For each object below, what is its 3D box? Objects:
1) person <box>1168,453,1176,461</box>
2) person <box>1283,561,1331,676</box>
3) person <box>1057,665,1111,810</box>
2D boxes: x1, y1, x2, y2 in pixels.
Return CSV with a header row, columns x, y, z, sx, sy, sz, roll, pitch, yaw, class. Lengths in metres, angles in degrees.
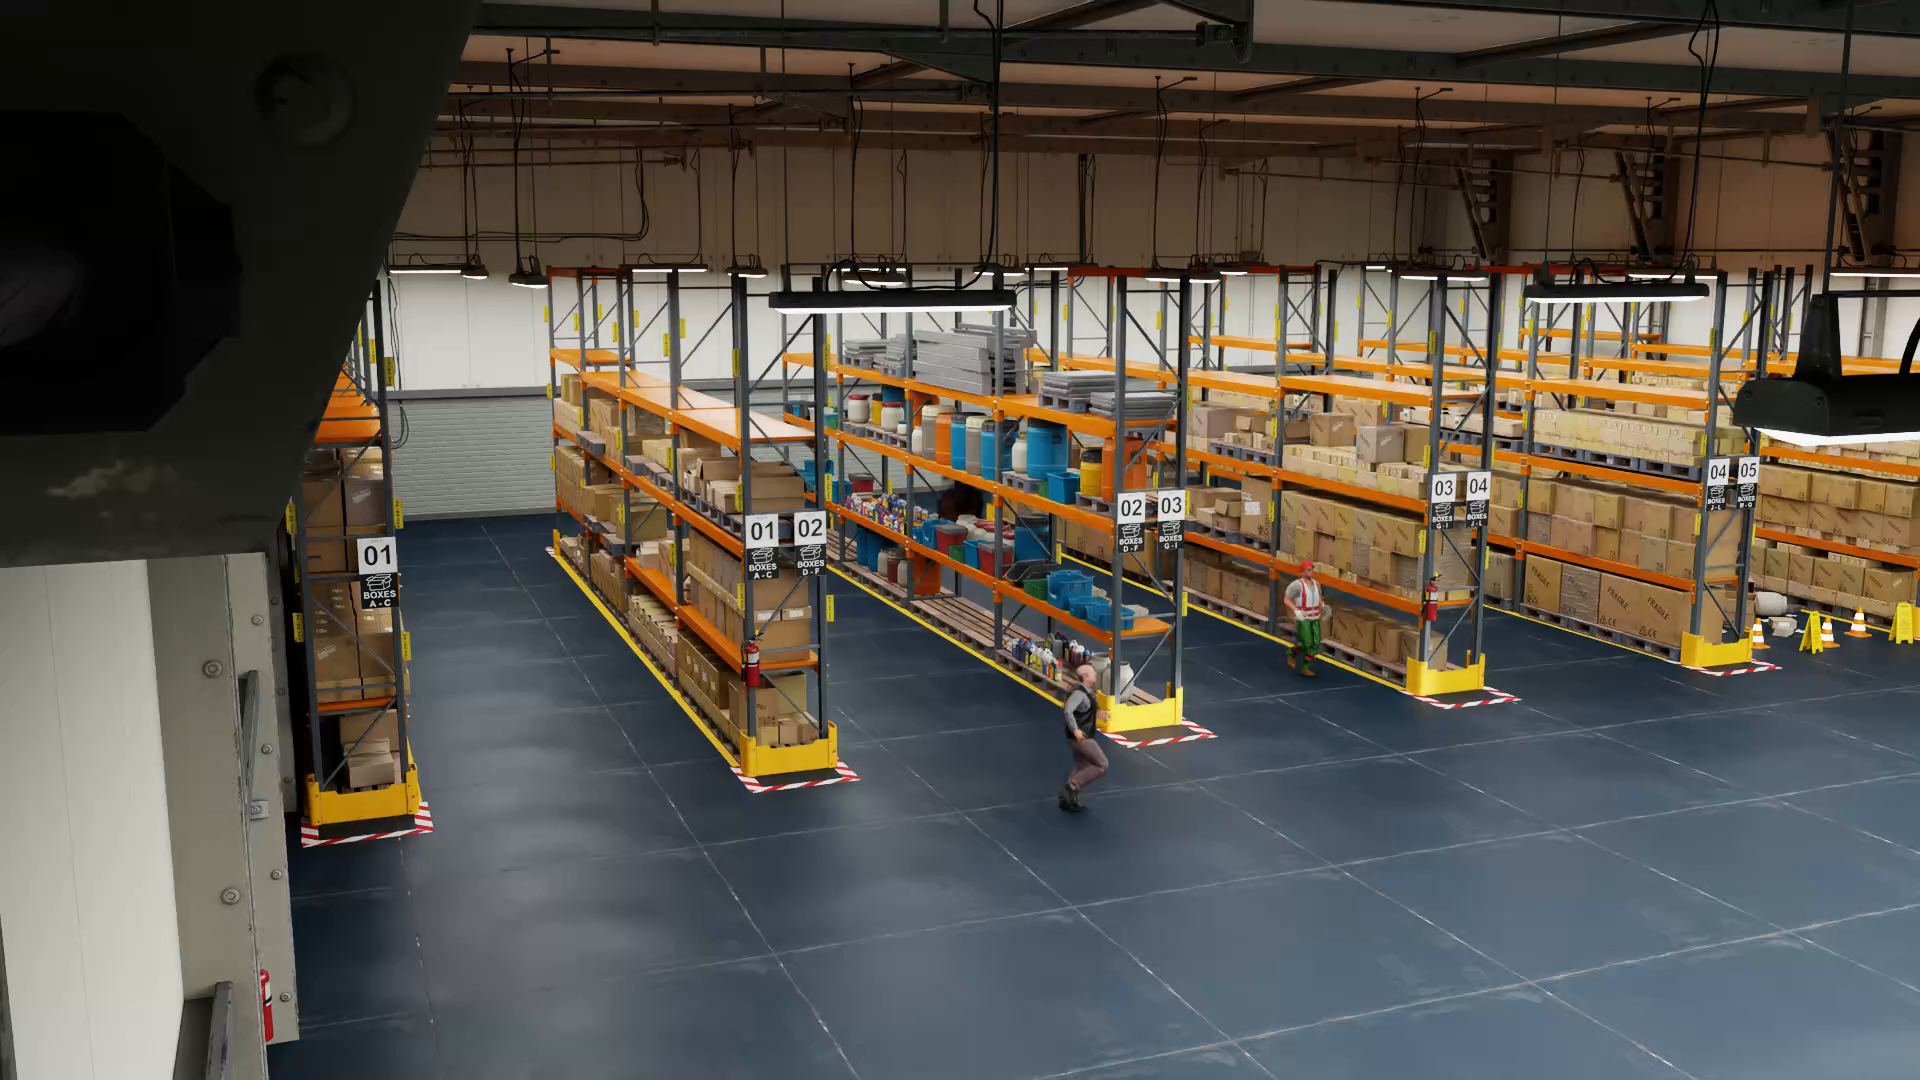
x,y,z,sx,sy,sz,roll,pitch,yaw,class
5.379,-1.600,41.567,0.637,1.573,0.599,-2,10,-10,person
5.195,1.172,24.900,0.652,1.736,0.612,-5,11,-28,person
1.420,2.244,18.927,0.611,1.678,0.662,0,10,1,person
